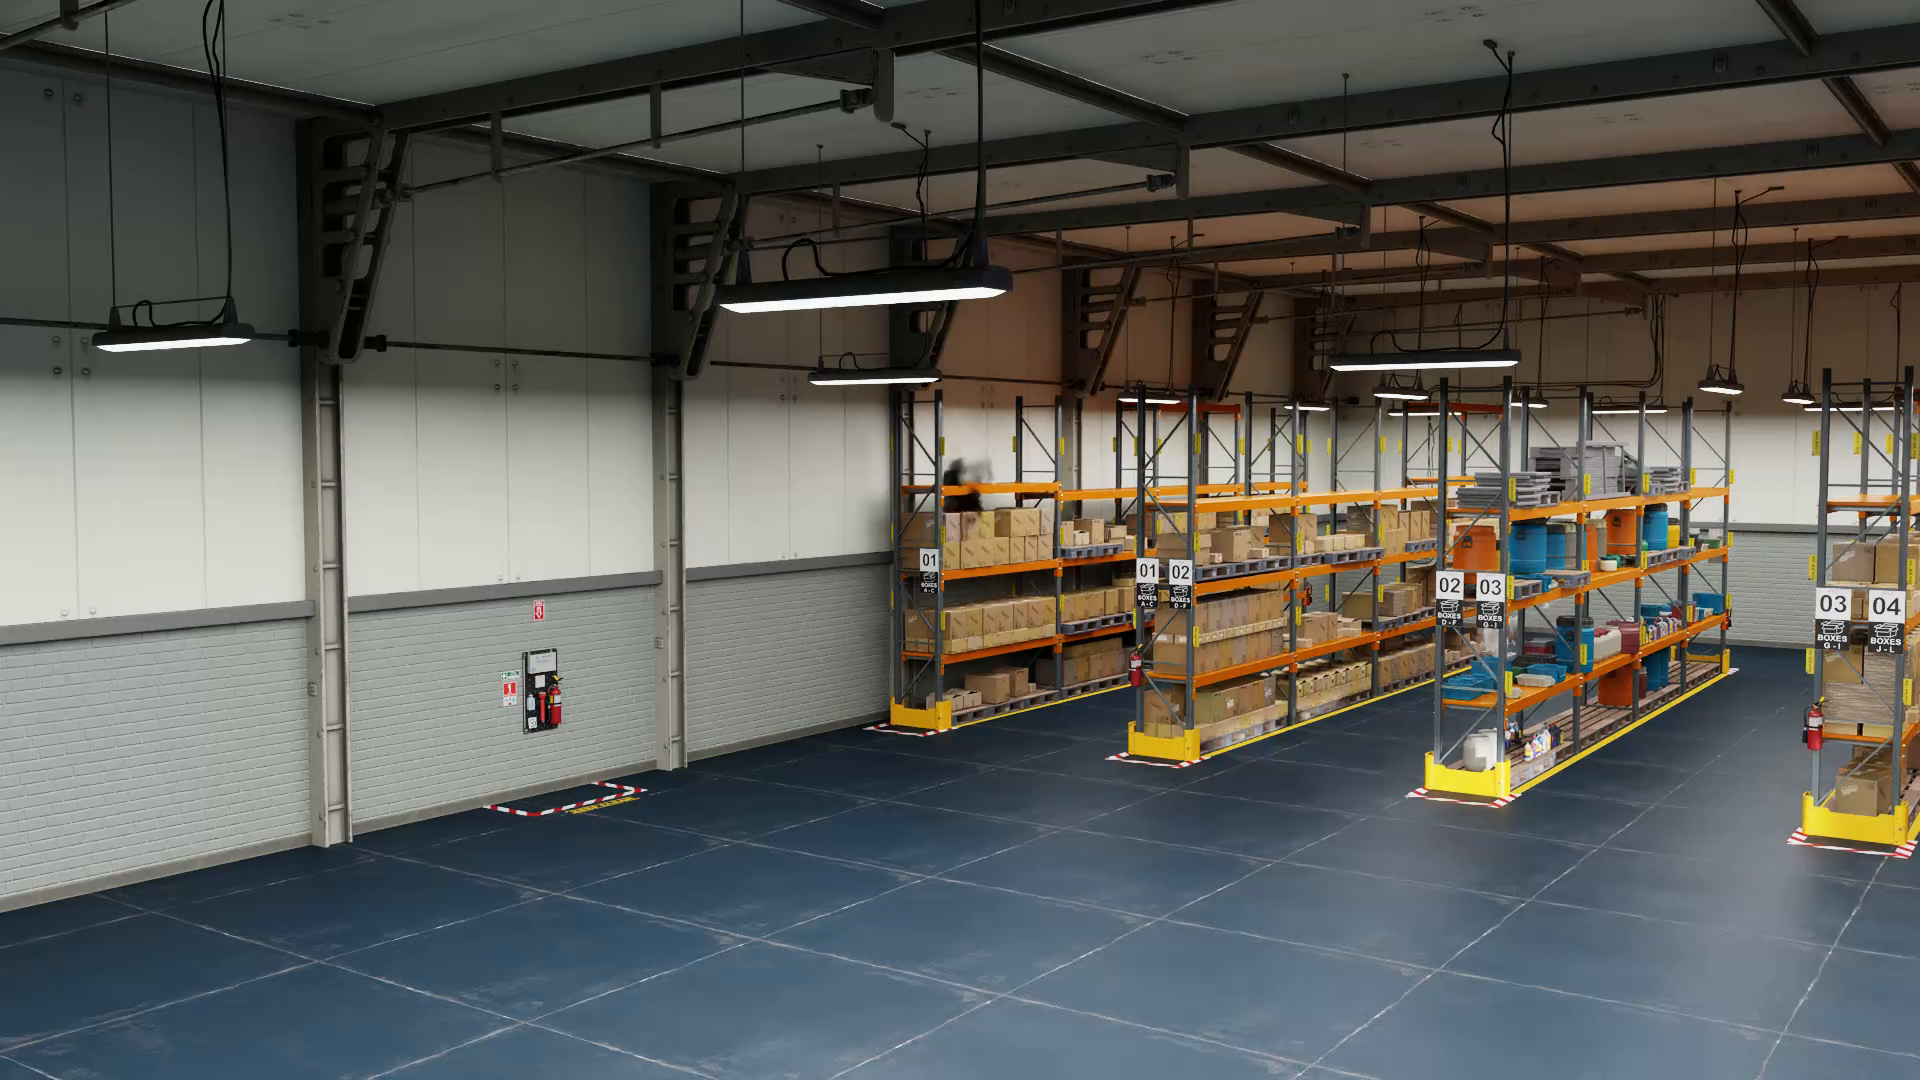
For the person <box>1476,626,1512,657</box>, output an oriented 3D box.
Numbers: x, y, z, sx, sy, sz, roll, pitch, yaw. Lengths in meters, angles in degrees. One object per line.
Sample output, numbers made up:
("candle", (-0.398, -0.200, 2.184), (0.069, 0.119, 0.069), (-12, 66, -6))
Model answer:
("person", (10.742, 2.254, 33.561), (0.654, 1.770, 1.093), (2, 4, 32))
